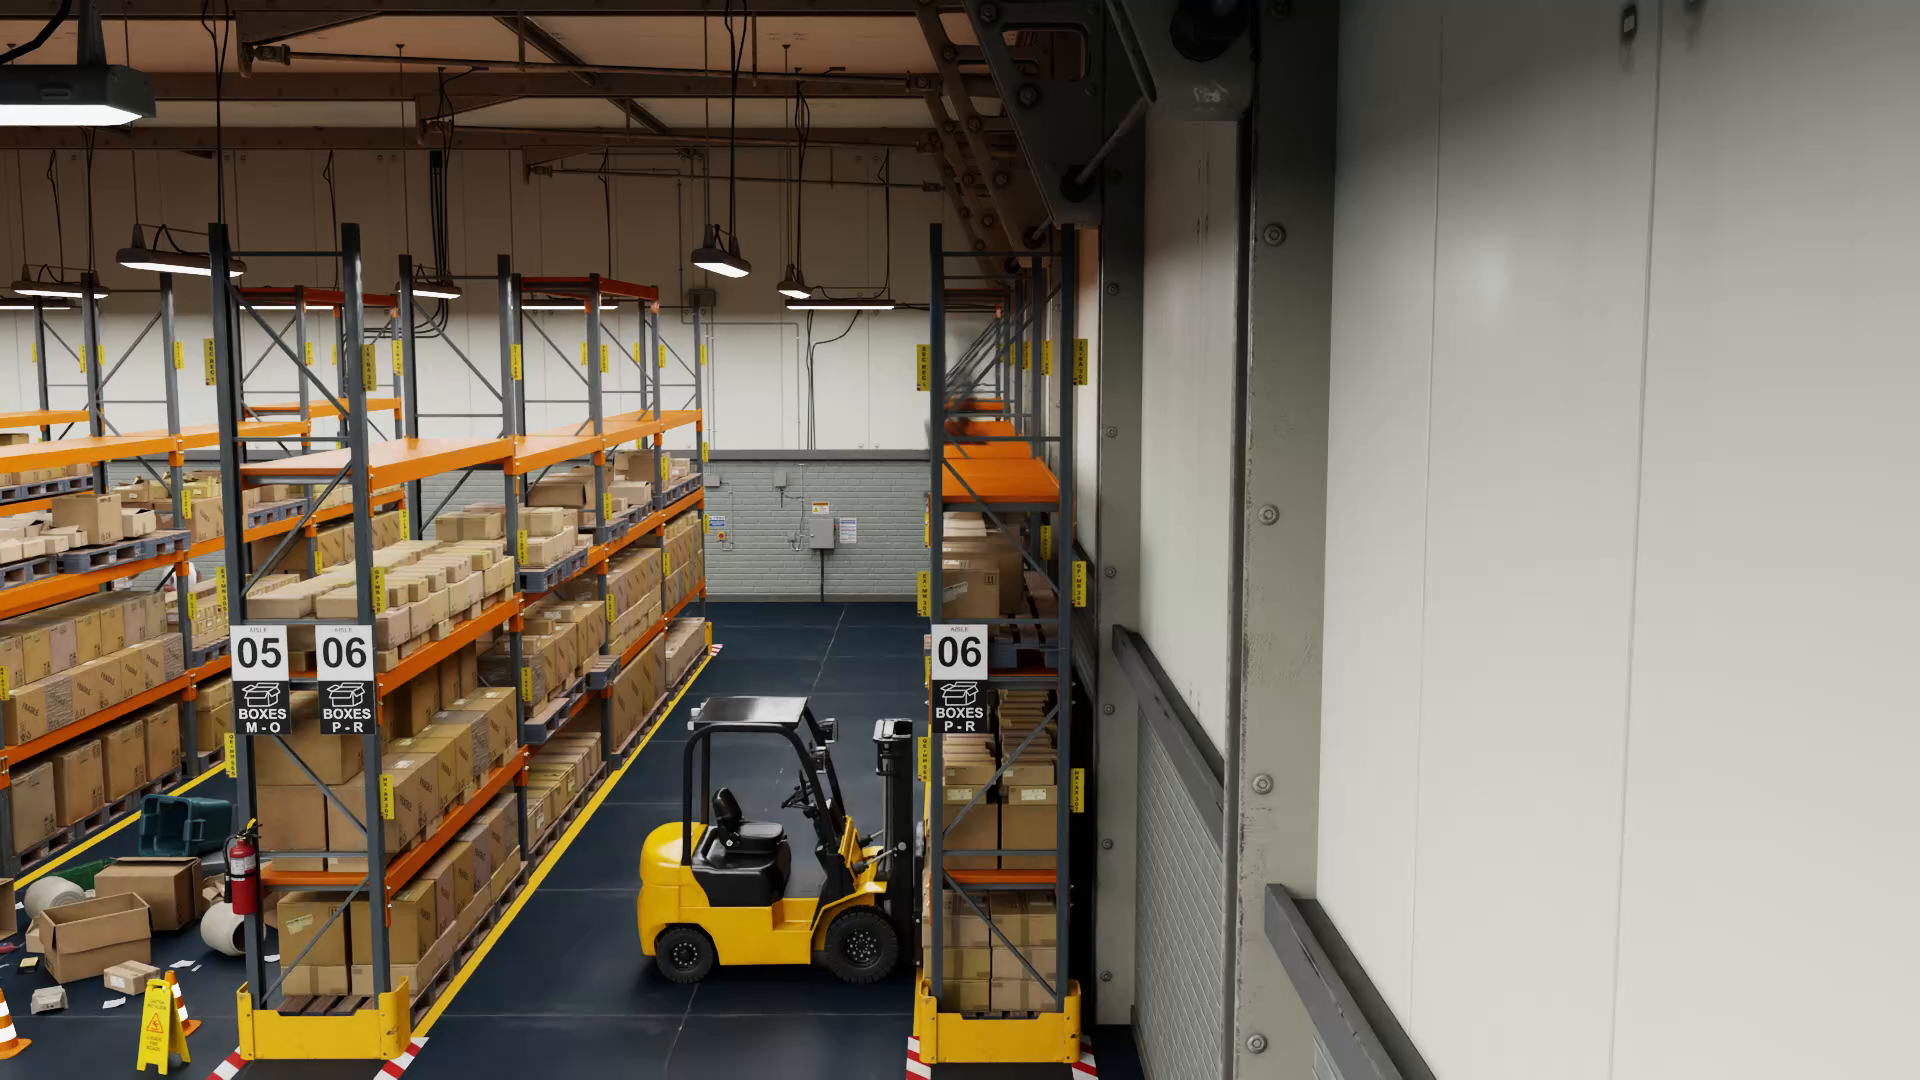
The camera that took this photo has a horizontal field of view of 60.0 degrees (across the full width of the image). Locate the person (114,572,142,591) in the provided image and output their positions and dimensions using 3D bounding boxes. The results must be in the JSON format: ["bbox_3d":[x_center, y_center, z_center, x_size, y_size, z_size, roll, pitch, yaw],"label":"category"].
[{"bbox_3d":[-15.039,0.849,29.718,0.766,1.783,0.697,4,8,30],"label":"person"}]

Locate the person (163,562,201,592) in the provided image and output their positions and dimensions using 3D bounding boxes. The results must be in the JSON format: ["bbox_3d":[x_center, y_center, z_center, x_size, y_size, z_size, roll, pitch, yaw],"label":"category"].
[{"bbox_3d":[-13.074,1.027,28.027,0.677,1.804,0.794,-5,9,-38],"label":"person"}]
